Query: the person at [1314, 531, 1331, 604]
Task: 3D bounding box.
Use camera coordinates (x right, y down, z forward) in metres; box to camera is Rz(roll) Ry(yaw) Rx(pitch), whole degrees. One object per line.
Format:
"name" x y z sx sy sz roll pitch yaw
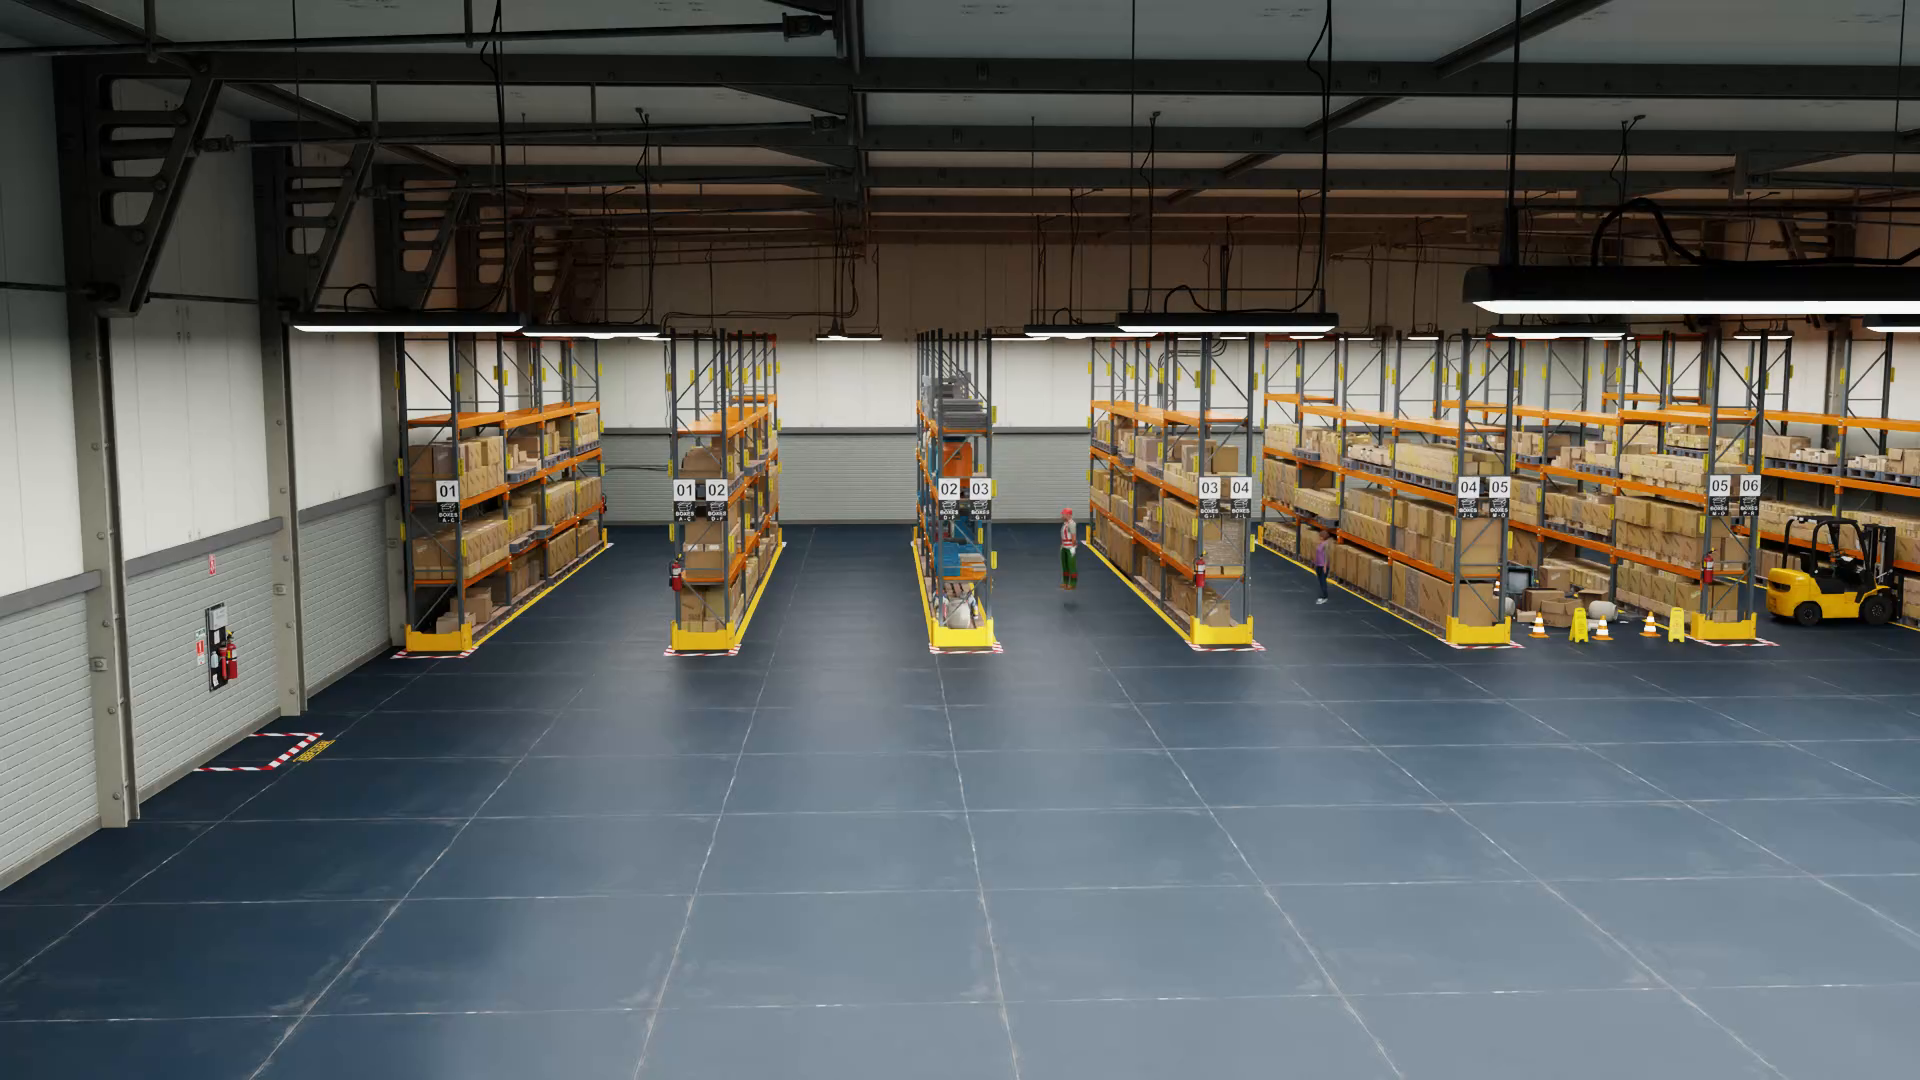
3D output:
"person" 8.042 0.598 36.901 0.484 1.618 0.426 -4 8 -31

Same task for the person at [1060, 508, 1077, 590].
"person" 2.394 0.186 36.858 0.370 1.795 0.574 -4 8 -28
